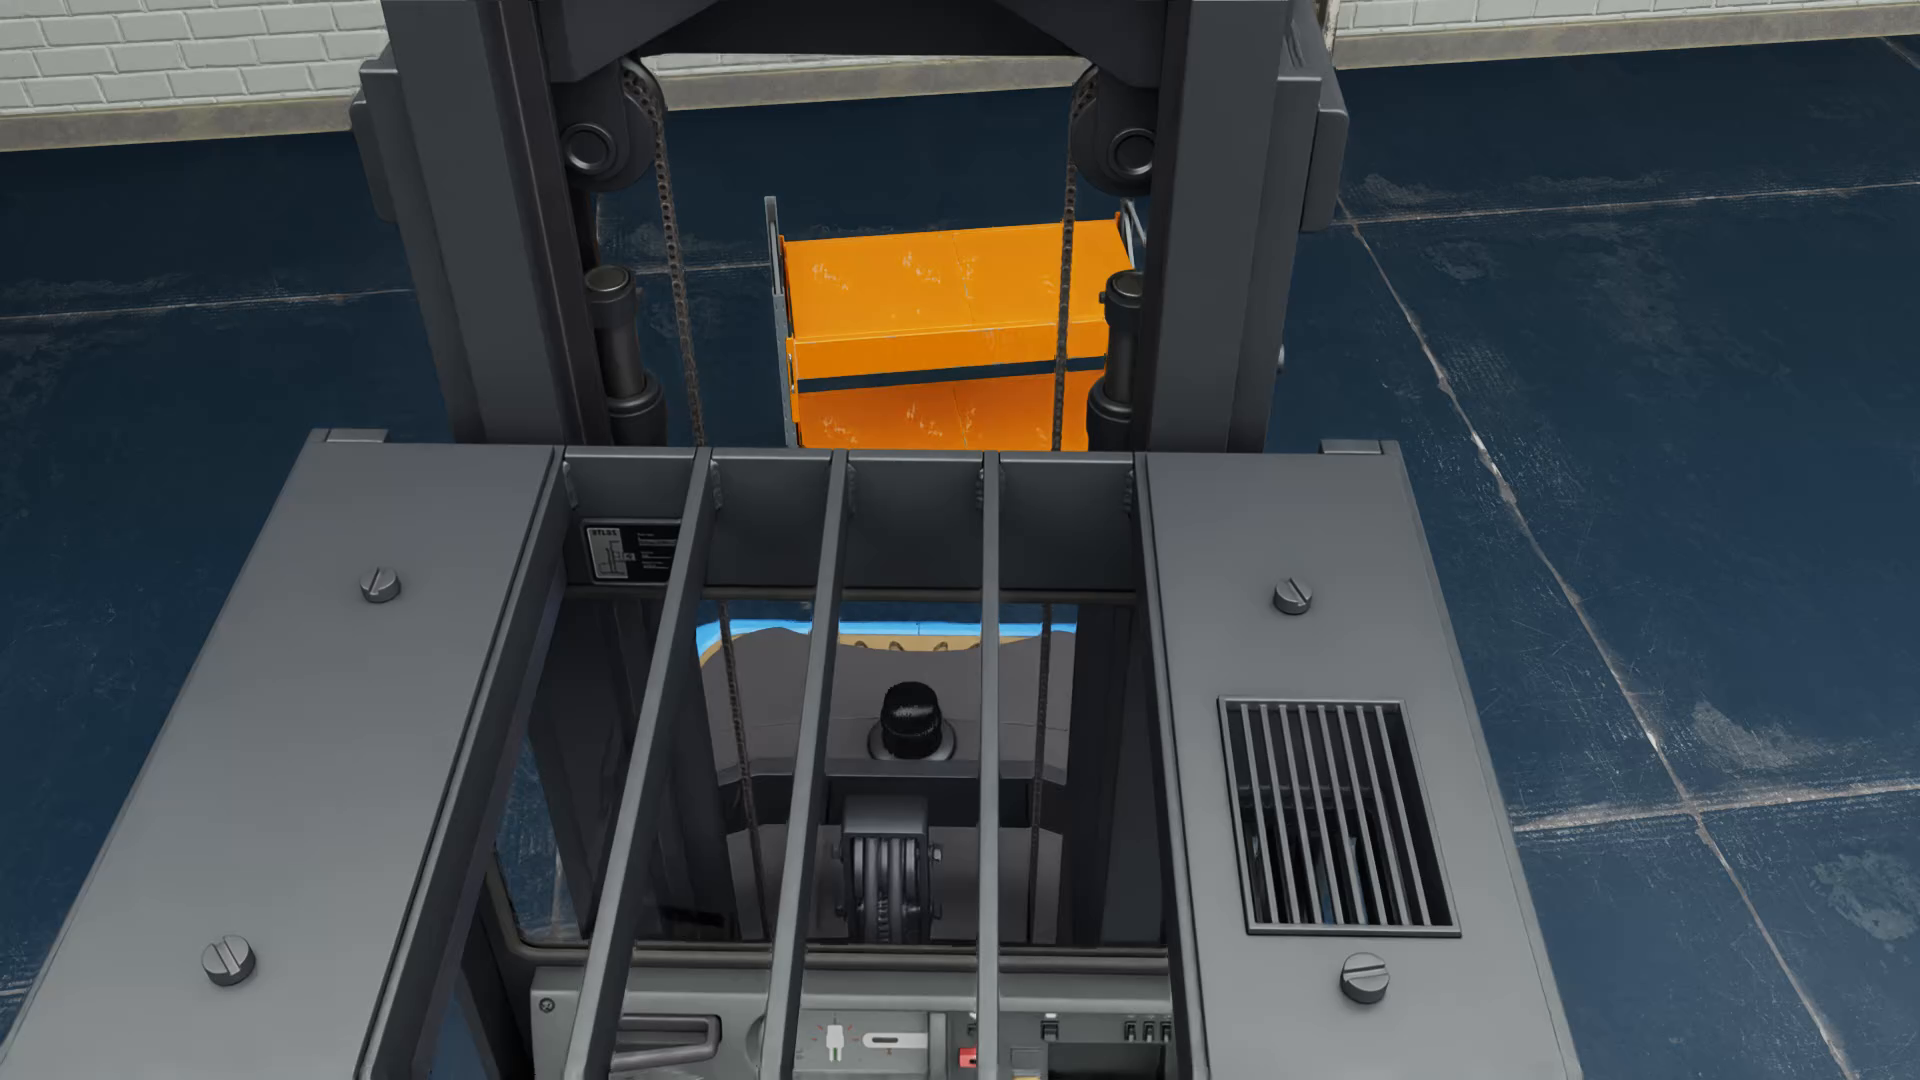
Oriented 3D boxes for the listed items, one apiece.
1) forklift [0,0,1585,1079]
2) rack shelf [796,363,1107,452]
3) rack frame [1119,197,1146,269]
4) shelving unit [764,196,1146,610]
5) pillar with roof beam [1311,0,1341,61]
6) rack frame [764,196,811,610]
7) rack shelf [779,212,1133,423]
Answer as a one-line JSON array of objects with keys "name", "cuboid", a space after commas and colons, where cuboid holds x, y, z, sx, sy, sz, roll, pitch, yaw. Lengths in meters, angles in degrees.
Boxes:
[{"name": "forklift", "cuboid": [-0.112, 0.862, 2.106, 1.130, 2.935, 3.031, 1, 42, 1]}, {"name": "rack shelf", "cuboid": [0.007, -0.237, 5.038, 1.000, 0.278, 0.538, -5, 42, -6]}, {"name": "rack frame", "cuboid": [0.511, -0.462, 4.923, 0.032, 1.125, 0.500, -5, 42, -6]}, {"name": "shelving unit", "cuboid": [0.007, -0.418, 4.874, 1.048, 1.125, 0.538, -5, 42, -6]}, {"name": "pillar with roof beam", "cuboid": [1.977, -2.538, 1.345, 0.400, 9.000, 9.100, -5, 42, -6]}, {"name": "rack frame", "cuboid": [-0.497, -0.374, 4.825, 0.032, 1.125, 0.500, -5, 42, -6]}, {"name": "rack shelf", "cuboid": [0.007, -0.636, 4.678, 1.000, 0.278, 0.538, -5, 42, -6]}]
